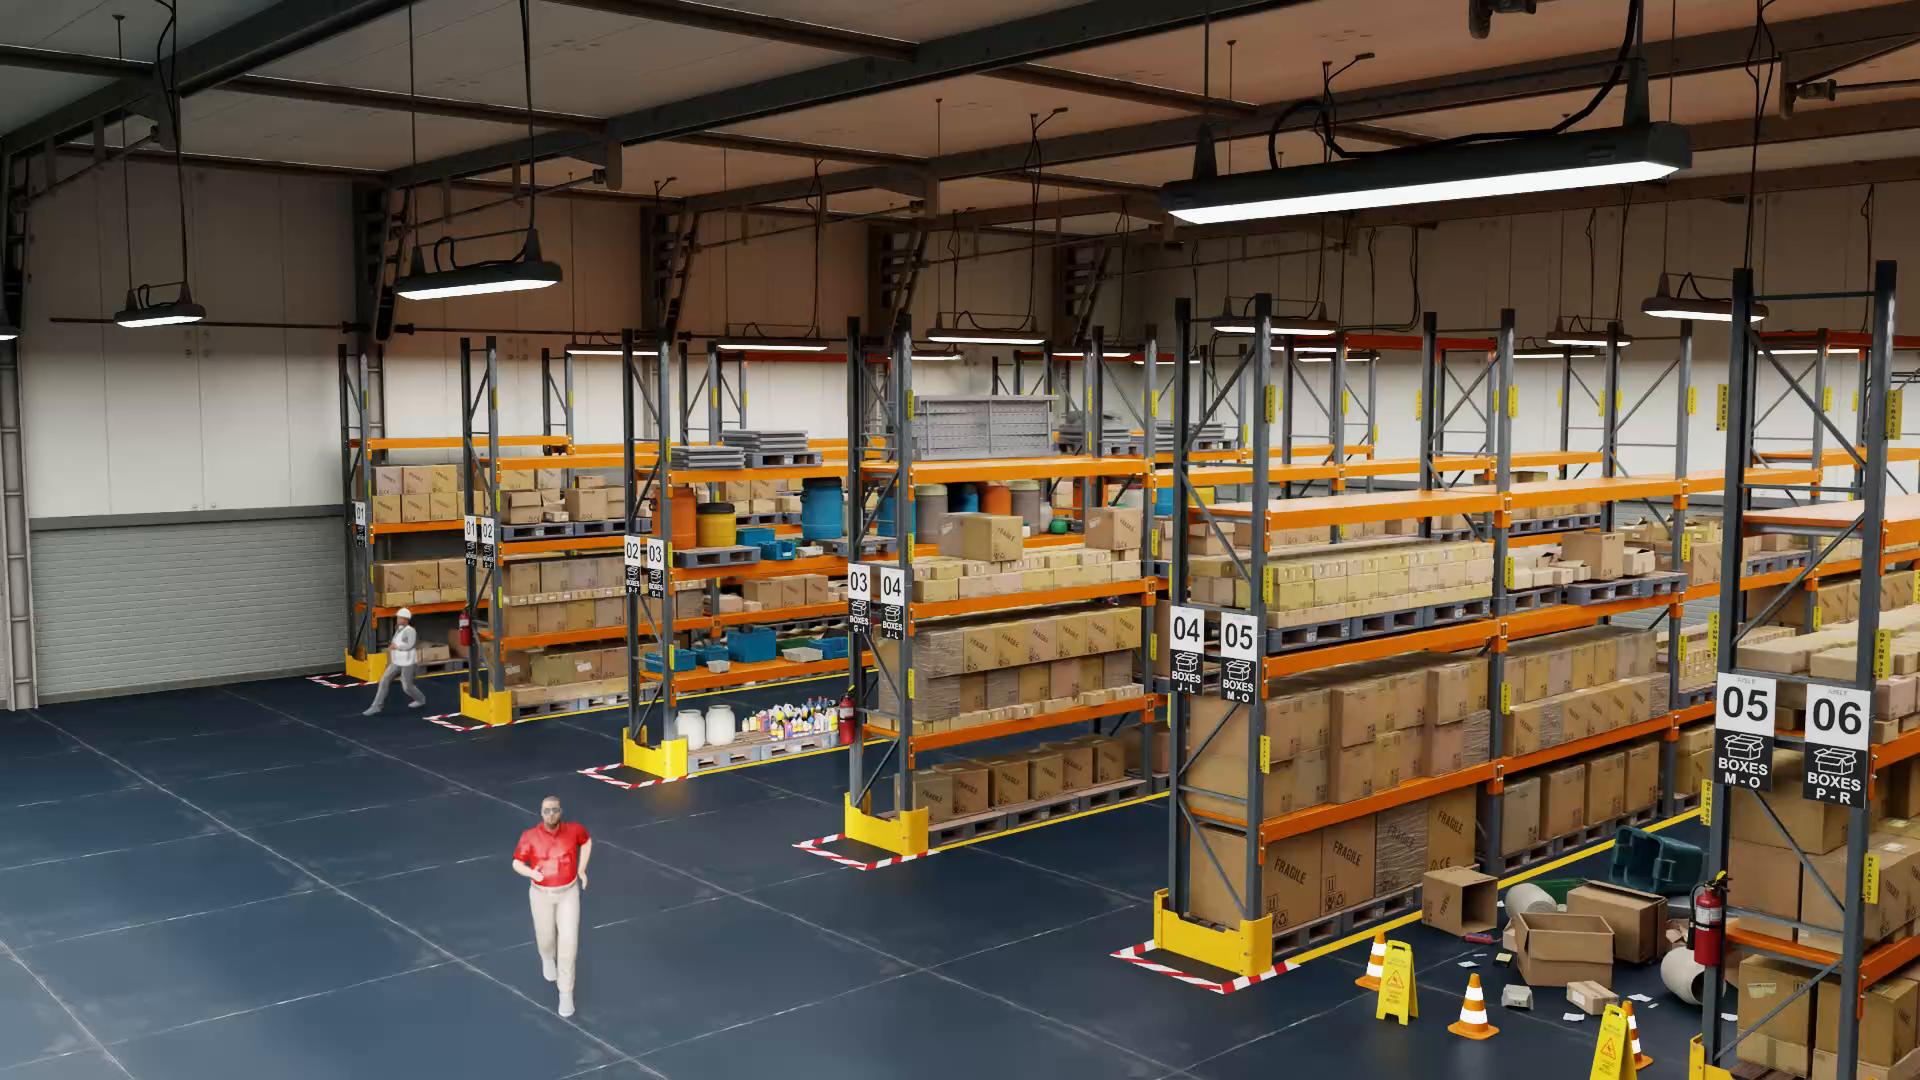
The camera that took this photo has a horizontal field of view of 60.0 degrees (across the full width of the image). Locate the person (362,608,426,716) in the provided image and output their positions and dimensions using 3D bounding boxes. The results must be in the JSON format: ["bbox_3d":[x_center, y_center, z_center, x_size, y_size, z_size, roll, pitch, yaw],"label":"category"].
[{"bbox_3d":[-8.981,1.945,26.675,0.689,1.686,1.037,4,7,38],"label":"person"}]

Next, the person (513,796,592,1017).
[{"bbox_3d":[-3.457,3.040,14.116,0.640,1.748,0.969,-1,5,-14],"label":"person"}]

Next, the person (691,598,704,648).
[{"bbox_3d":[-4.885,1.623,30.890,0.547,1.584,0.759,5,7,44],"label":"person"}]
